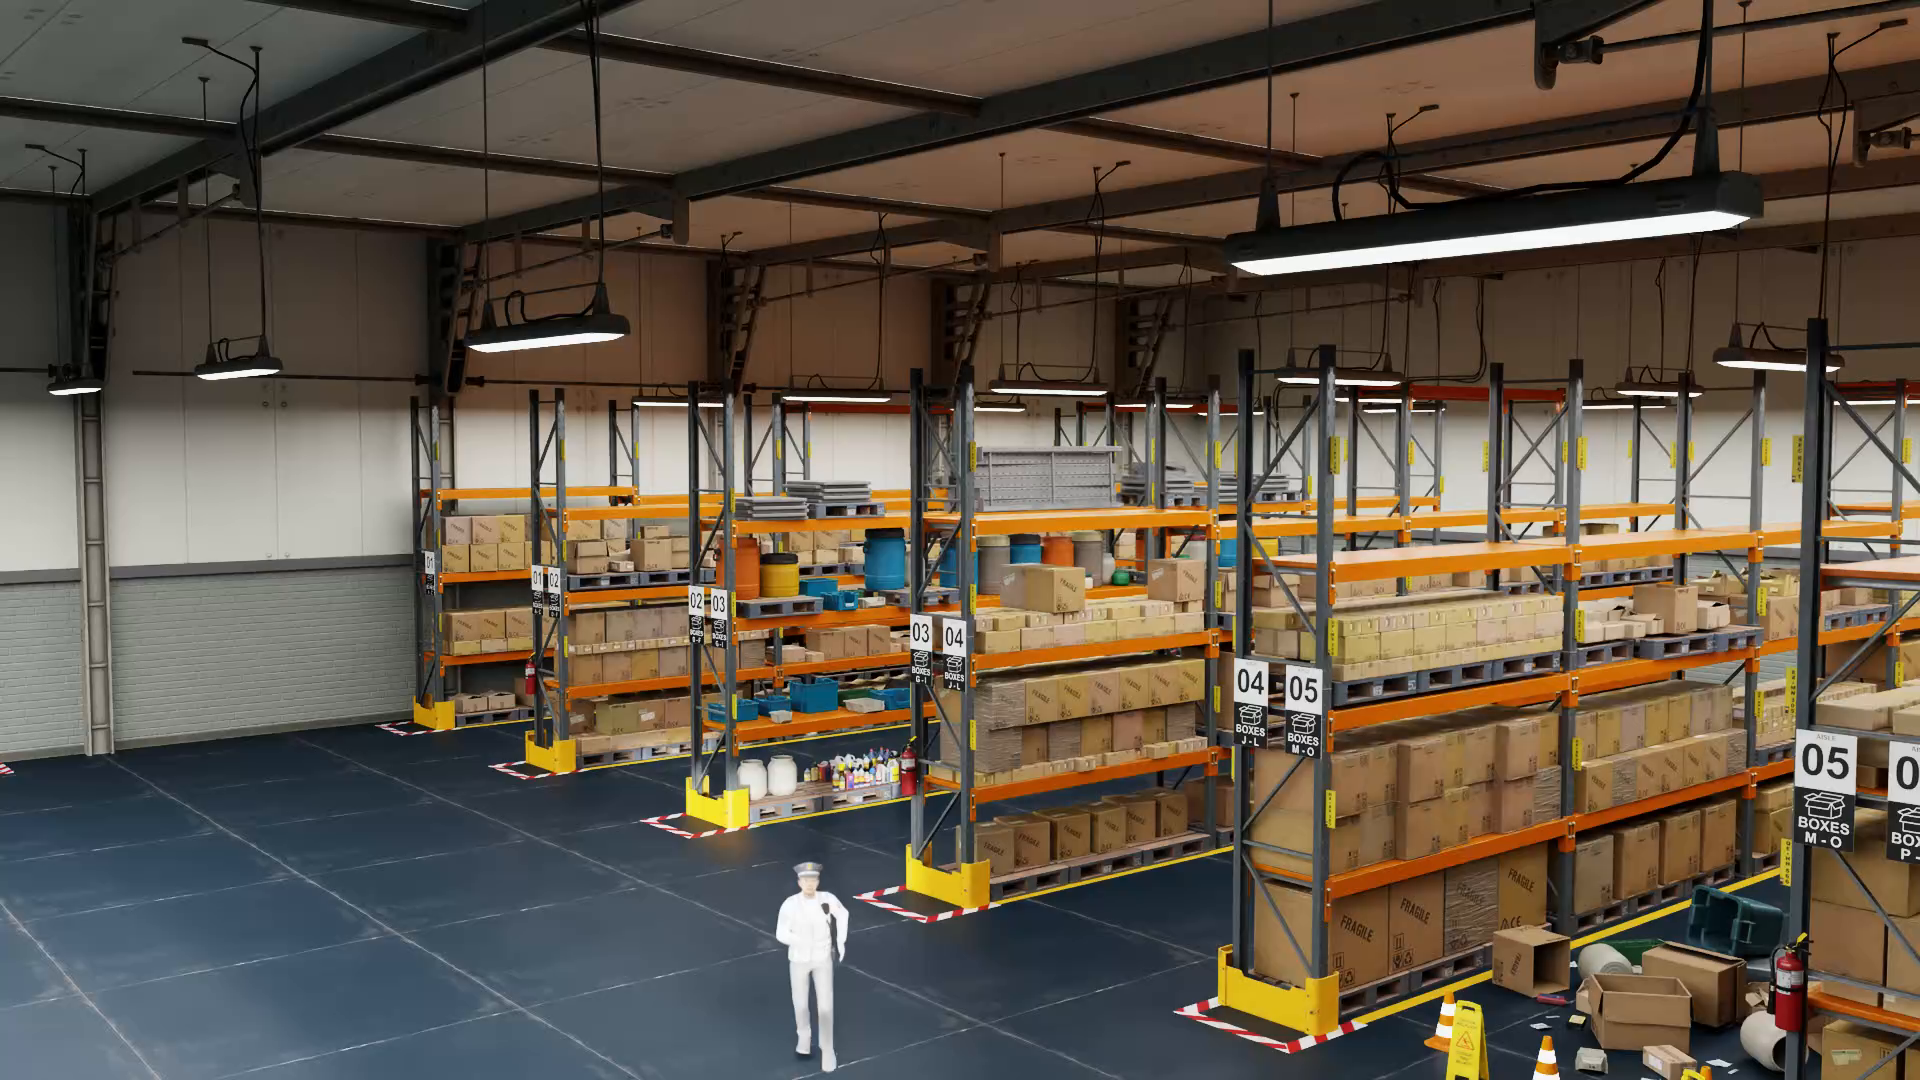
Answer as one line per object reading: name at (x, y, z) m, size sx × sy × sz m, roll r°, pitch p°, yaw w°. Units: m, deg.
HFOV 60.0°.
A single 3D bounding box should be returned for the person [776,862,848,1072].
person at (-1.216, 3.514, 13.744) m, size 0.595 × 1.744 × 0.690 m, roll 0°, pitch 3°, yaw -5°
